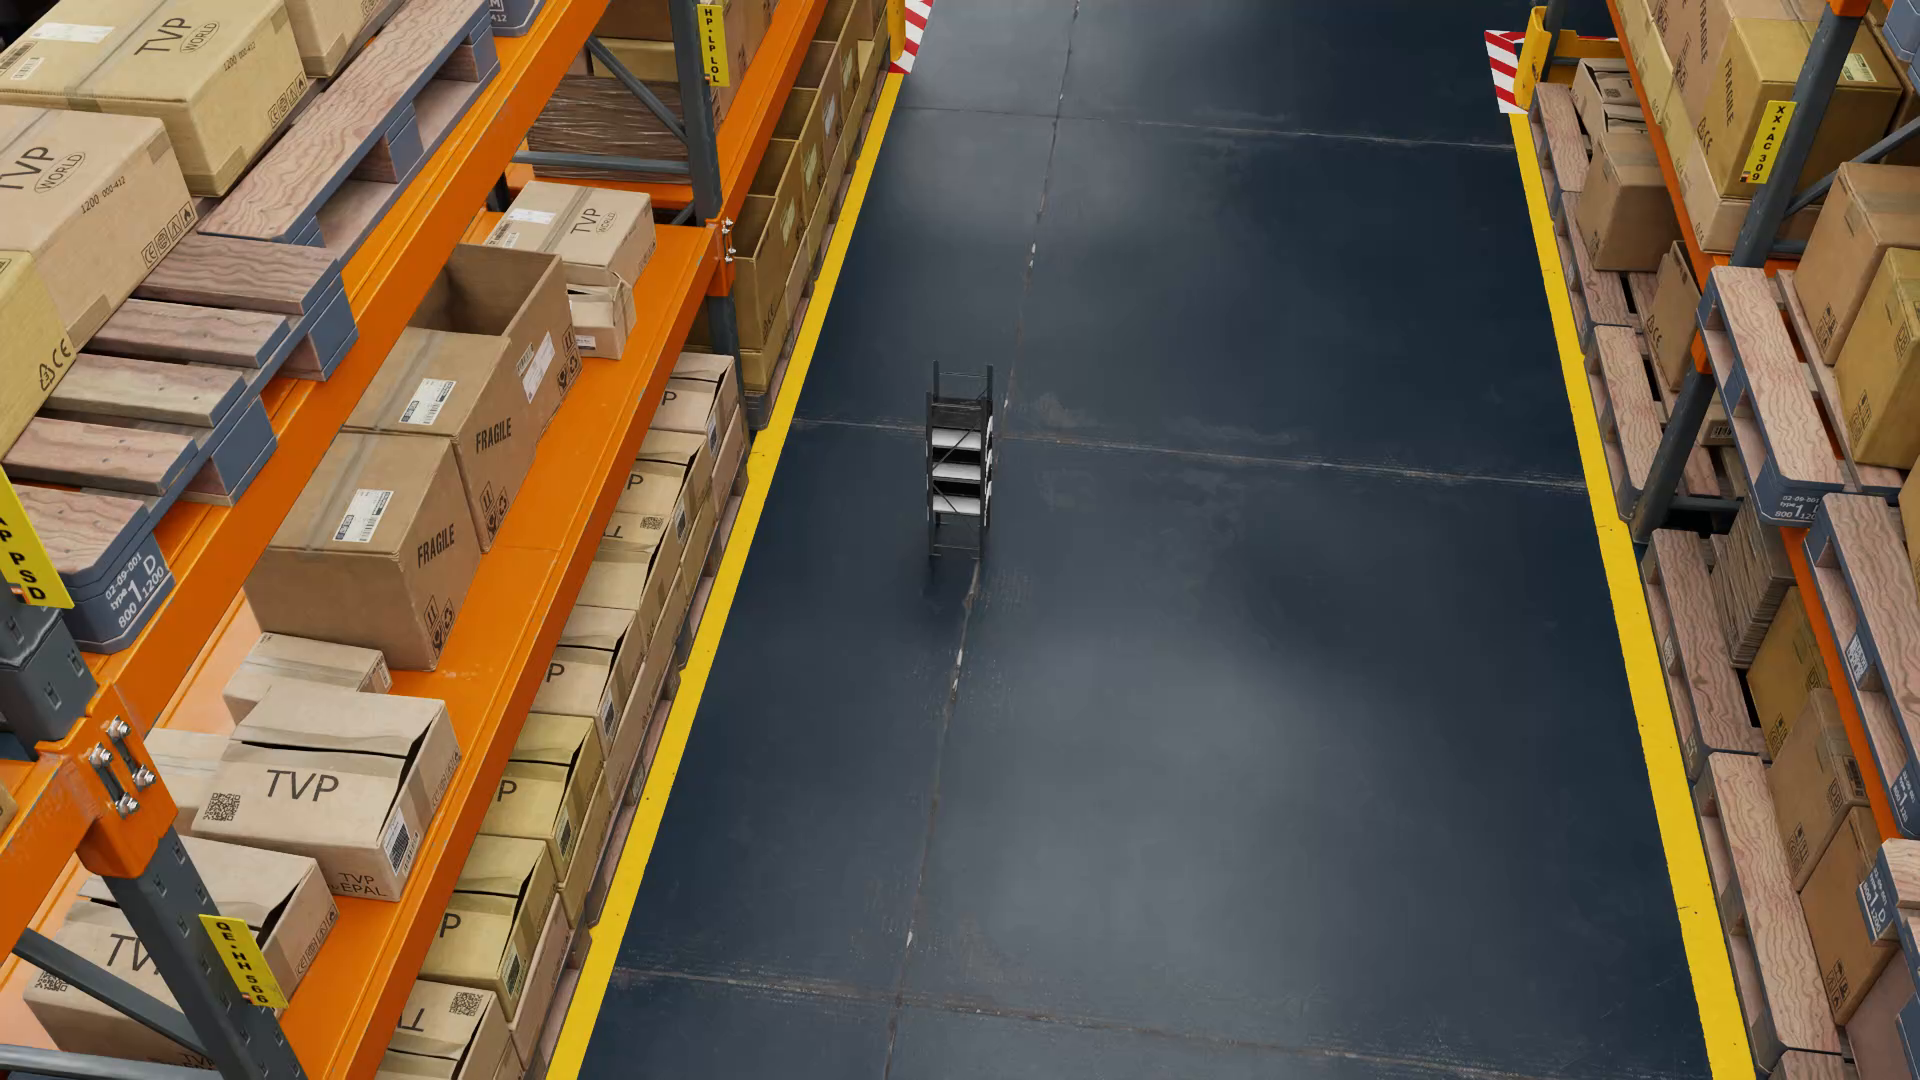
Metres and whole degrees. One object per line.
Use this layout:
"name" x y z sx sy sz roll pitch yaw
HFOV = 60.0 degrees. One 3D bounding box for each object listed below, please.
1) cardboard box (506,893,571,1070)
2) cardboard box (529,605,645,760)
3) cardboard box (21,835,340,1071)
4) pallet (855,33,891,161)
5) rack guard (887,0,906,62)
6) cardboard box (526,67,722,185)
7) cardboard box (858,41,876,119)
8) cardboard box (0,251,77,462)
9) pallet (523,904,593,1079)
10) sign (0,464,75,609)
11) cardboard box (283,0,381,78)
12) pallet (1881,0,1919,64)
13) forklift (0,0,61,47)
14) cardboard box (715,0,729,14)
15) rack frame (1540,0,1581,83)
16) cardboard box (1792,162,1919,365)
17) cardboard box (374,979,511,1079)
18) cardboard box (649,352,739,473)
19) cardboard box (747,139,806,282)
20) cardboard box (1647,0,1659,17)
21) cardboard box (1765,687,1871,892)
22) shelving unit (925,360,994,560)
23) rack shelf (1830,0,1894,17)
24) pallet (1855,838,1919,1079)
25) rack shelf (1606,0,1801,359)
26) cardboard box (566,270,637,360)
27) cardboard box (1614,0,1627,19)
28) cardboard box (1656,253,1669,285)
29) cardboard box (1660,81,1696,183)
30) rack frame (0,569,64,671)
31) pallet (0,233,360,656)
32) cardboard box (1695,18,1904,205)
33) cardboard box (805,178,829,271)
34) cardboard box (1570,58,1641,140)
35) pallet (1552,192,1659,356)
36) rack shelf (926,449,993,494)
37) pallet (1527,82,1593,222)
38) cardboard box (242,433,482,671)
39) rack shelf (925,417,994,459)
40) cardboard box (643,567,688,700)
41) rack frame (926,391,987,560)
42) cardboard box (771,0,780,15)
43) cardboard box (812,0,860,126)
"cardboard box" -1.575 1.385 5.322 0.500 0.250 0.500 4 44 4
"cardboard box" -1.442 0.468 5.883 0.500 0.311 0.500 5 44 5
"cardboard box" -1.909 1.001 4.098 0.500 0.311 0.500 8 44 8
"pallet" -1.002 -2.702 9.973 1.003 0.211 1.213 5 44 6
"rack guard" -0.940 -3.349 10.445 1.175 0.500 0.348 5 44 6
"cardboard box" -1.419 -1.853 6.975 0.700 0.500 0.500 4 44 4
"cardboard box" -0.775 -2.660 9.594 0.500 0.250 0.500 5 44 6
"cardboard box" -1.996 -0.289 3.018 0.500 0.250 0.500 2 43 2
"pallet" -1.853 1.667 5.358 1.003 0.211 1.213 5 44 6
"sign" -1.463 -0.014 2.548 0.100 0.325 0.005 5 44 6
"cardboard box" -1.785 -1.404 4.195 0.500 0.250 0.500 2 43 2
"pallet" 3.252 -1.676 4.816 1.213 0.211 1.003 5 44 6
"forklift" -3.605 -1.489 6.714 1.130 2.935 3.031 11 45 11
"cardboard box" -1.179 -2.298 6.973 0.380 0.149 0.250 4 44 4
"rack frame" 3.968 -3.792 9.095 1.000 3.000 0.127 5 44 6
"cardboard box" 3.338 -0.918 5.668 0.700 0.500 0.500 5 44 6
"cardboard box" -1.640 1.524 4.767 0.500 0.311 0.500 7 44 7
"cardboard box" -1.241 -0.569 6.978 0.500 0.311 0.500 5 44 6
"cardboard box" -1.042 -1.569 7.897 0.500 0.500 0.500 5 44 6
"cardboard box" 3.401 -2.679 7.469 0.500 0.500 0.500 6 44 7
"cardboard box" 3.232 0.886 5.653 0.700 0.500 0.500 6 44 6
"shelving unit" -0.001 -0.321 6.957 0.258 0.900 0.210 5 44 6
"rack shelf" 3.175 -0.531 3.993 1.077 0.370 4.000 5 44 6
"pallet" 2.899 1.234 3.926 1.213 0.211 1.003 5 44 6
"rack shelf" 3.703 -2.168 7.903 1.077 0.370 4.000 5 44 6
"cardboard box" -1.406 -0.849 6.085 0.396 0.266 0.258 4 44 4
"cardboard box" 3.461 -2.739 8.078 0.500 0.250 0.500 5 44 5
"cardboard box" 3.670 -1.279 8.195 0.380 0.149 0.250 2 43 2
"cardboard box" 3.275 -1.708 6.989 0.500 0.250 0.500 5 44 6
"rack frame" -2.001 -0.966 1.748 1.000 3.000 0.127 5 44 6
"pallet" -1.999 -0.279 3.341 1.213 0.211 1.003 7 44 7
"cardboard box" 3.195 -1.641 6.373 0.500 0.500 0.500 5 44 5
"cardboard box" -0.968 -1.637 8.514 0.500 0.250 0.500 5 44 6
"cardboard box" 3.787 -2.512 9.379 0.500 0.311 0.500 1 43 1
"pallet" 3.652 -1.348 8.543 1.003 0.211 1.213 5 44 6
"rack shelf" -0.001 -0.297 6.980 0.258 0.077 0.200 5 44 6
"pallet" 3.815 -2.177 9.418 1.003 0.211 1.213 5 44 6
"cardboard box" -1.795 0.031 4.985 0.500 0.500 0.500 3 44 3
"rack shelf" -0.001 -0.428 6.856 0.258 0.077 0.200 5 44 6
"cardboard box" -1.375 0.334 6.432 0.500 0.250 0.500 6 44 6
"rack frame" -0.015 -0.252 6.884 0.240 0.900 0.006 5 44 6
"cardboard box" -1.219 -2.904 8.085 0.700 0.500 0.500 6 44 7
"cardboard box" -0.837 -2.591 8.976 0.500 0.500 0.500 5 44 6
